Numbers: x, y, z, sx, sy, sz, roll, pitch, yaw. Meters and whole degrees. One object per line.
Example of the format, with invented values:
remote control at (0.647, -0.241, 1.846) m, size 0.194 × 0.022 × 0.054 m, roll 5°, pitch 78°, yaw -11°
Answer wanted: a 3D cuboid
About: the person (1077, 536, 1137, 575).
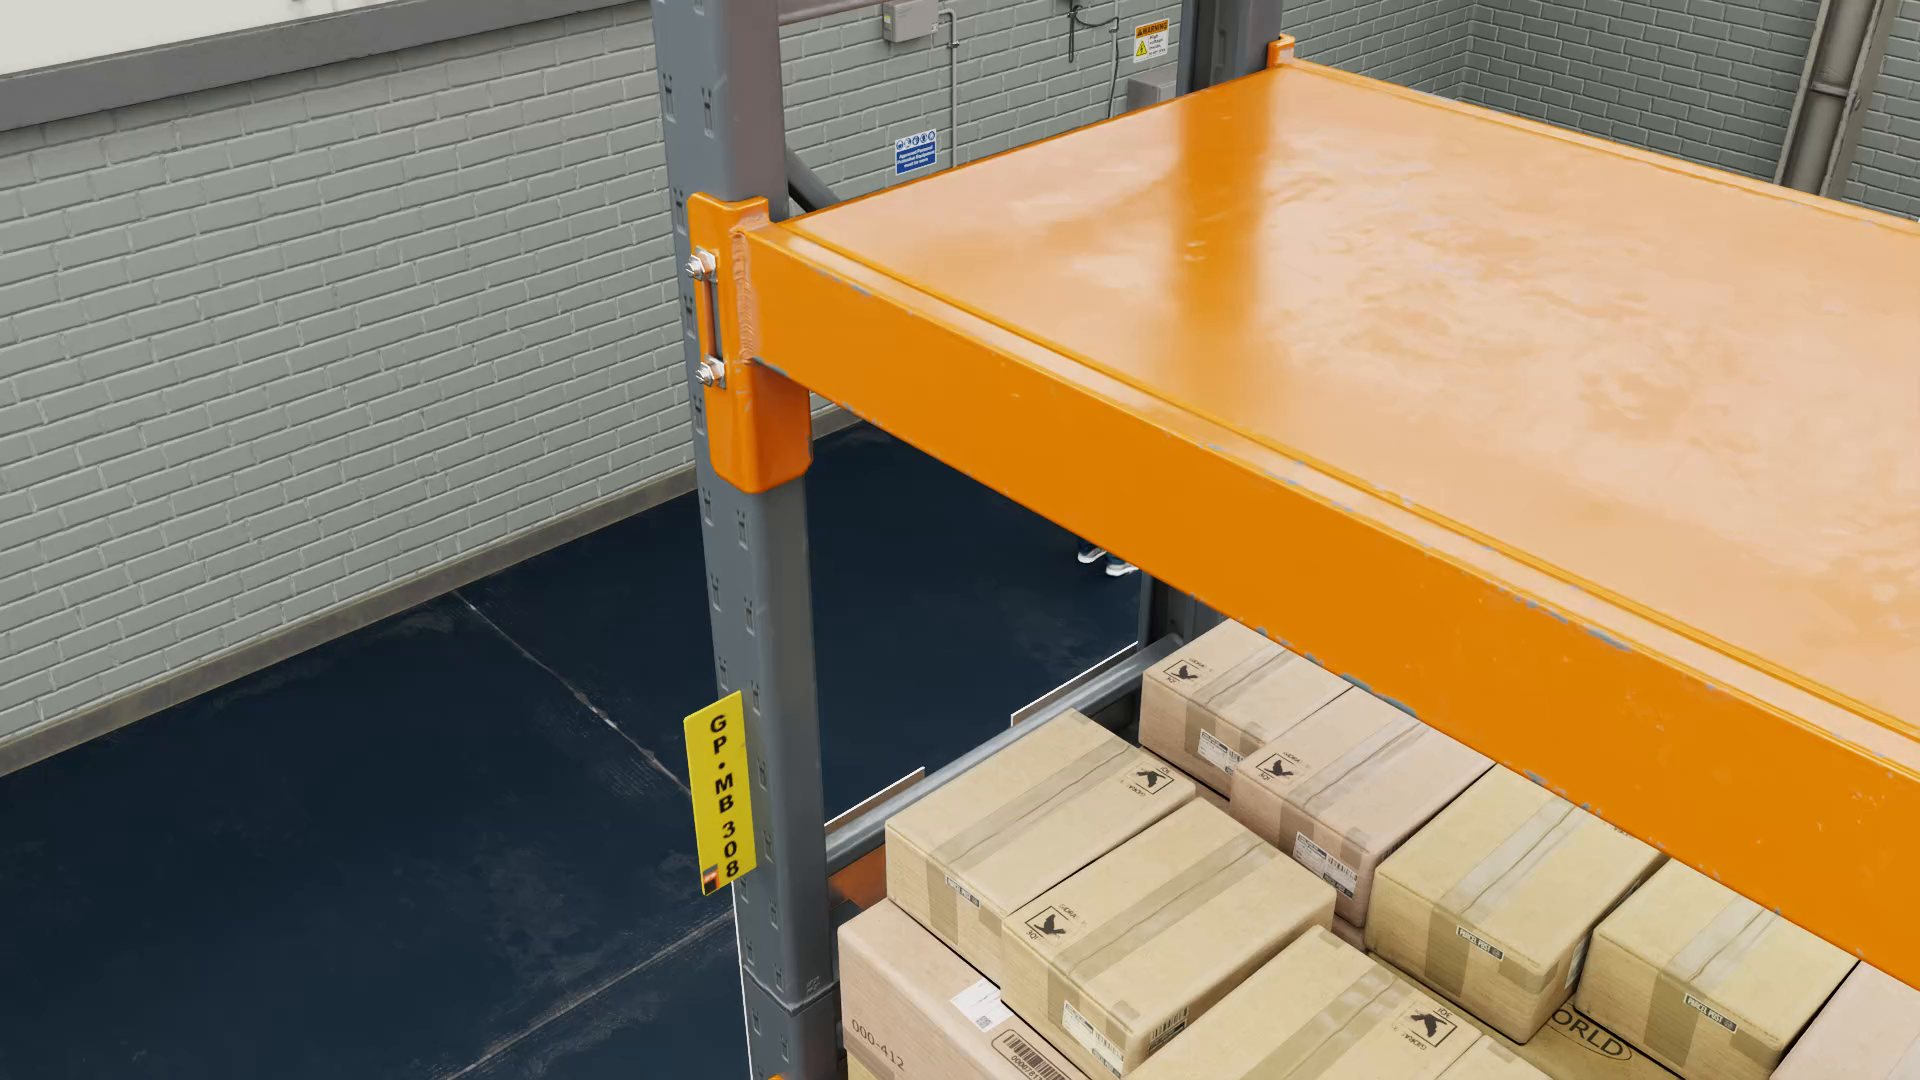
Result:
person at (0.845, -0.372, 8.955) m, size 0.738 × 1.097 × 0.461 m, roll -26°, pitch 41°, yaw -35°
